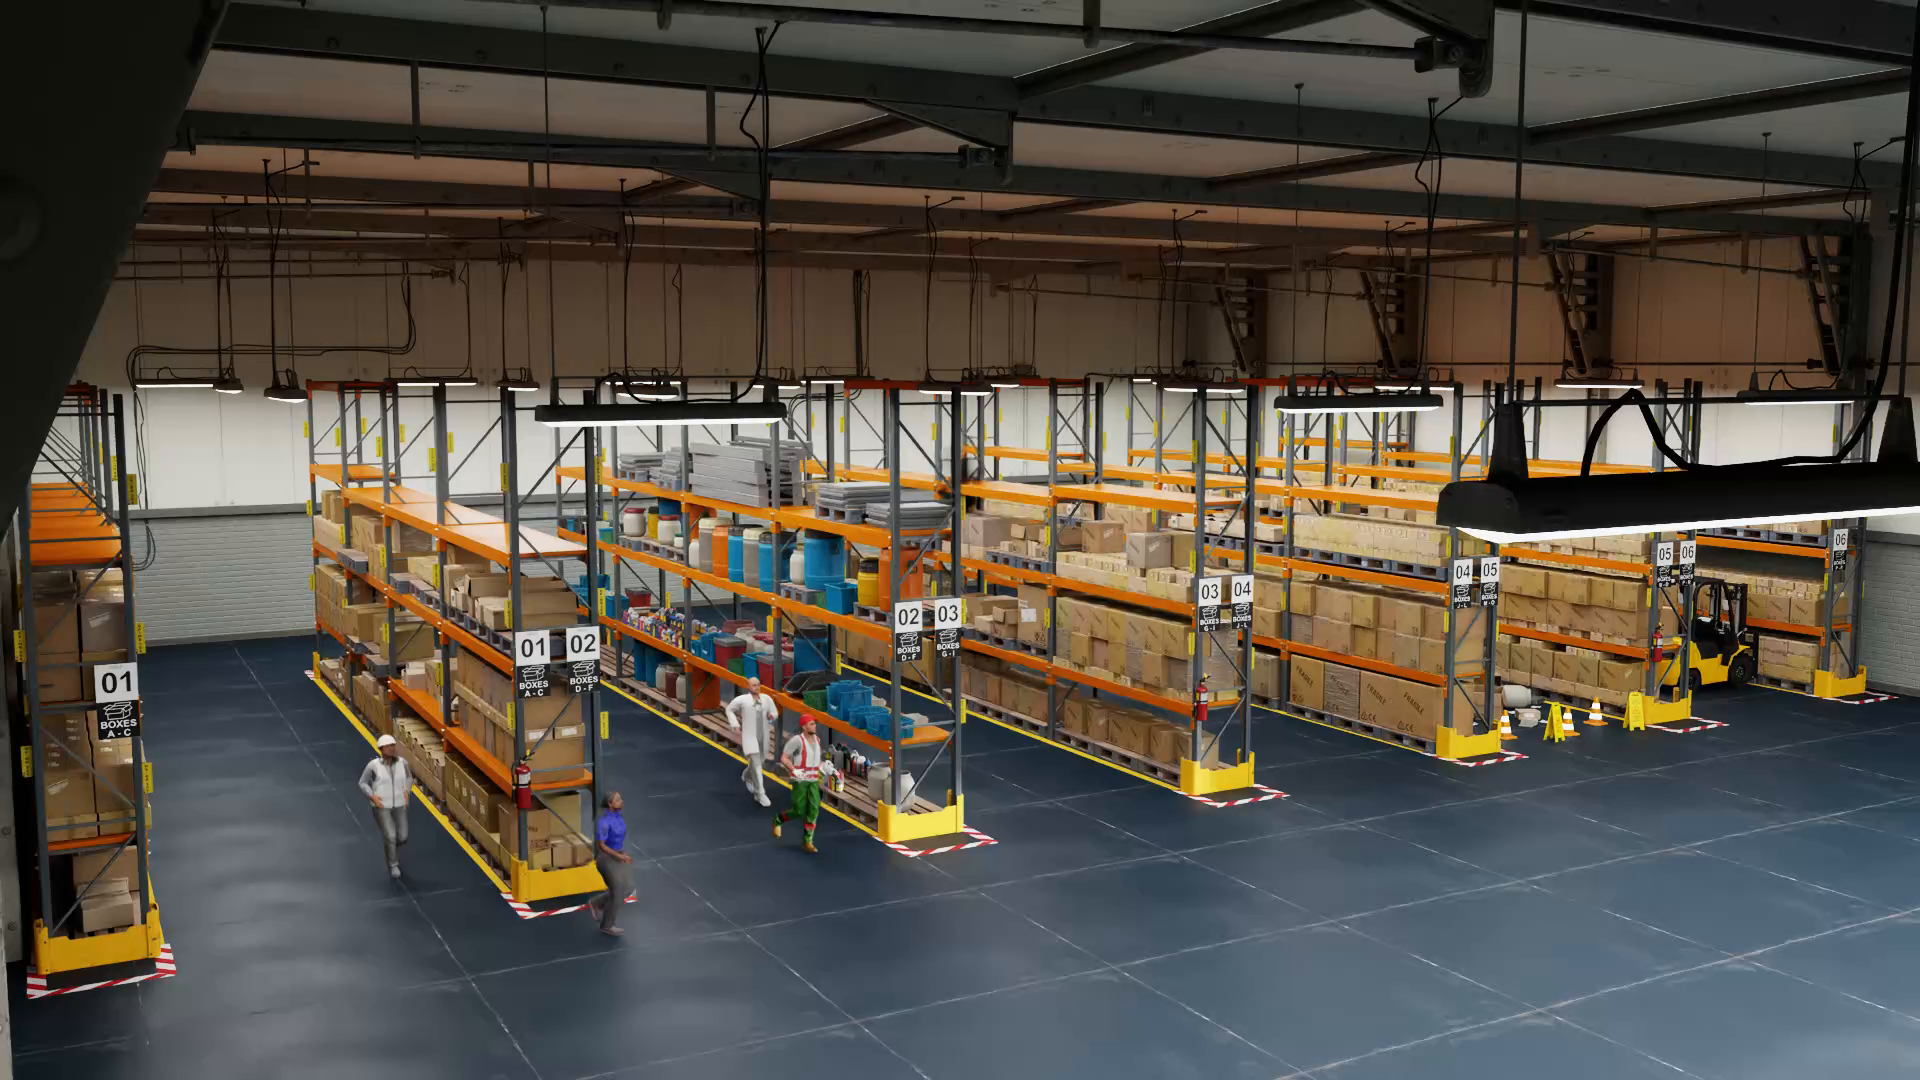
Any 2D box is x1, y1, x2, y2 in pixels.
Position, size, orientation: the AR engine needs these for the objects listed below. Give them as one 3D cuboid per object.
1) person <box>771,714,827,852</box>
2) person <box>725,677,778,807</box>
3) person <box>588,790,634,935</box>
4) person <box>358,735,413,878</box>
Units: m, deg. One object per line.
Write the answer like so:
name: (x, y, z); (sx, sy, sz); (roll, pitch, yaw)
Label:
person: (-2.017, 3.150, 21.822); (0.865, 1.729, 0.718); (6, 8, 43)
person: (-2.959, 2.864, 24.032); (0.695, 1.781, 1.045); (-4, 7, -35)
person: (-3.882, 3.579, 18.523); (0.588, 1.618, 0.615); (1, 6, 8)
person: (-7.114, 3.275, 20.657); (0.670, 1.746, 0.617); (-5, 8, -37)
